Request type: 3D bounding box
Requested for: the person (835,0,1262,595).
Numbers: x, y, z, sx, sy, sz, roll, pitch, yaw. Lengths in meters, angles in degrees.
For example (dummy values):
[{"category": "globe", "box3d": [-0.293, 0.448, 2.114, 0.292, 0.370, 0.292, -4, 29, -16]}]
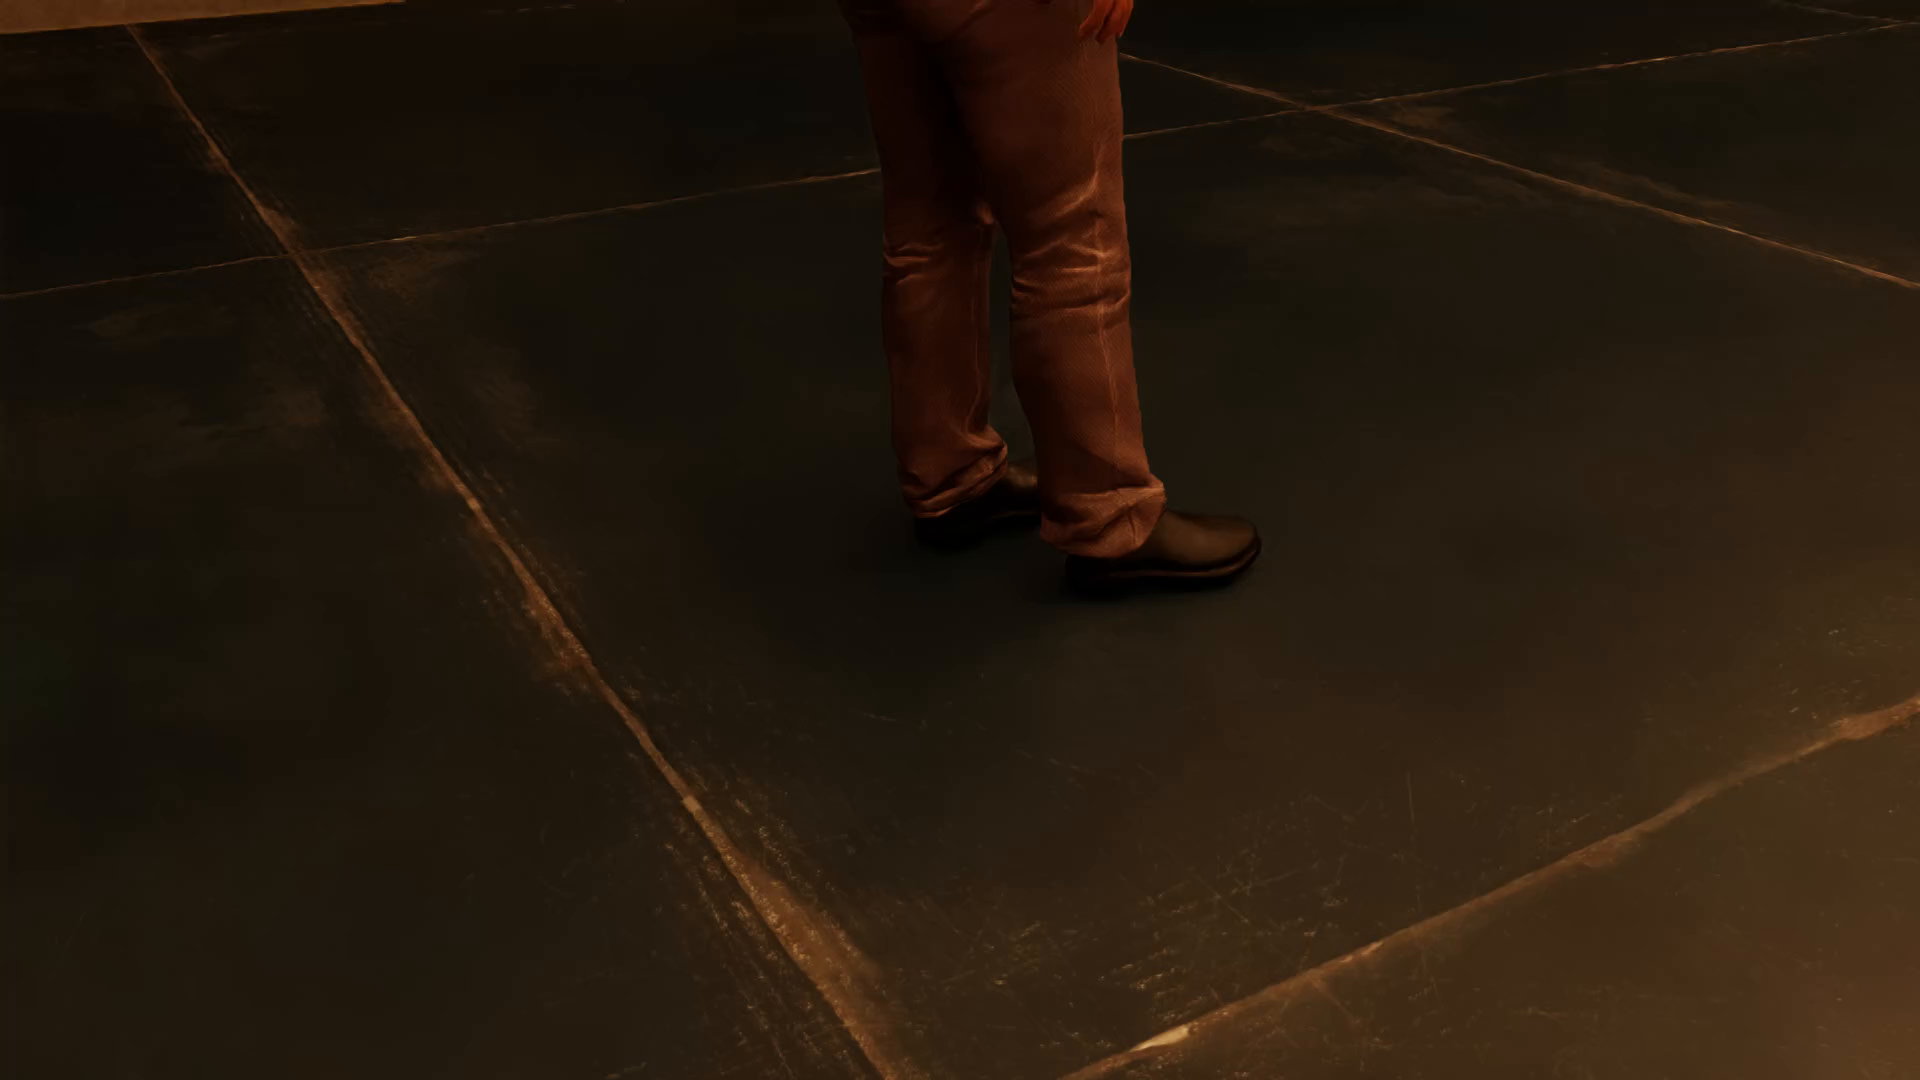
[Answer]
[{"category": "person", "box3d": [0.058, -0.785, 2.129, 0.567, 1.720, 0.632, -15, 30, -26]}]
